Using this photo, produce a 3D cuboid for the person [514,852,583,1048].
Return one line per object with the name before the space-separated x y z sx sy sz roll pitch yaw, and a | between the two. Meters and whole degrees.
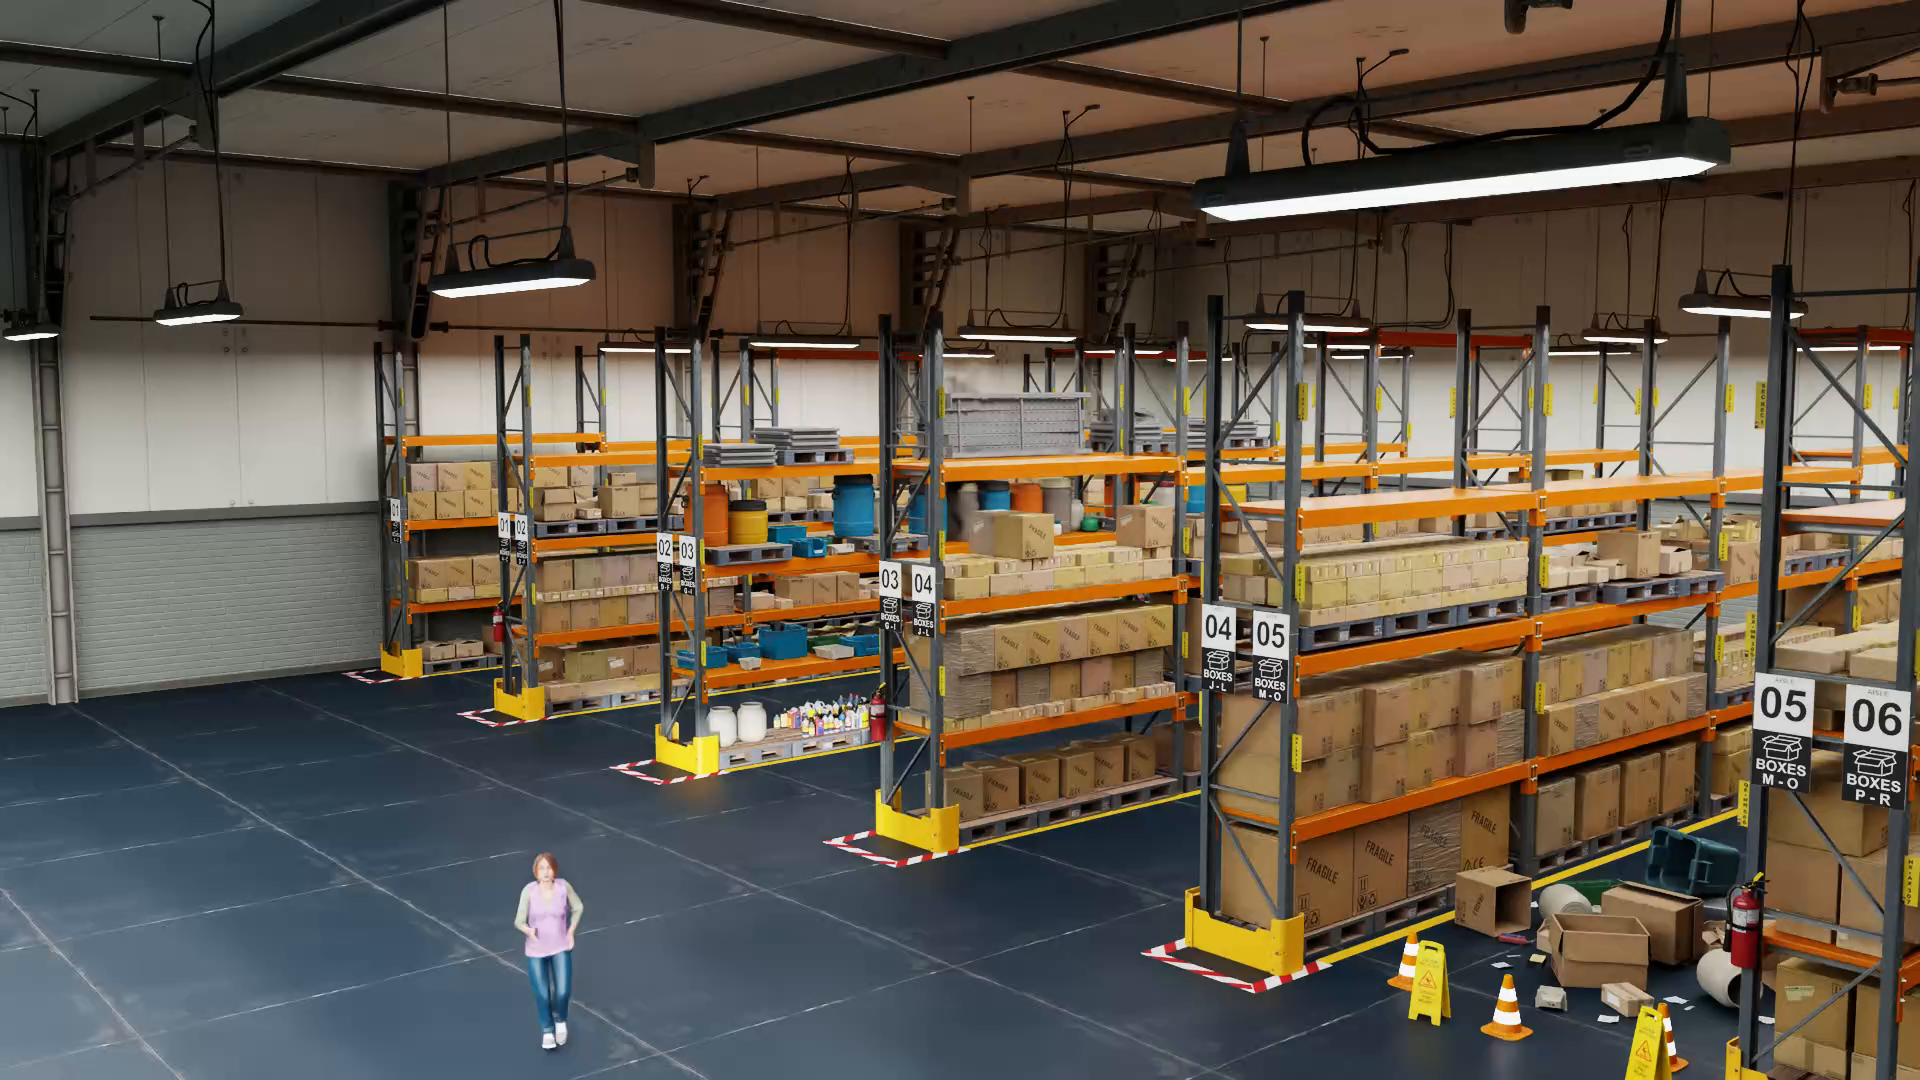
person | -3.177 3.204 12.878 0.522 1.559 0.555 -1 5 -14
